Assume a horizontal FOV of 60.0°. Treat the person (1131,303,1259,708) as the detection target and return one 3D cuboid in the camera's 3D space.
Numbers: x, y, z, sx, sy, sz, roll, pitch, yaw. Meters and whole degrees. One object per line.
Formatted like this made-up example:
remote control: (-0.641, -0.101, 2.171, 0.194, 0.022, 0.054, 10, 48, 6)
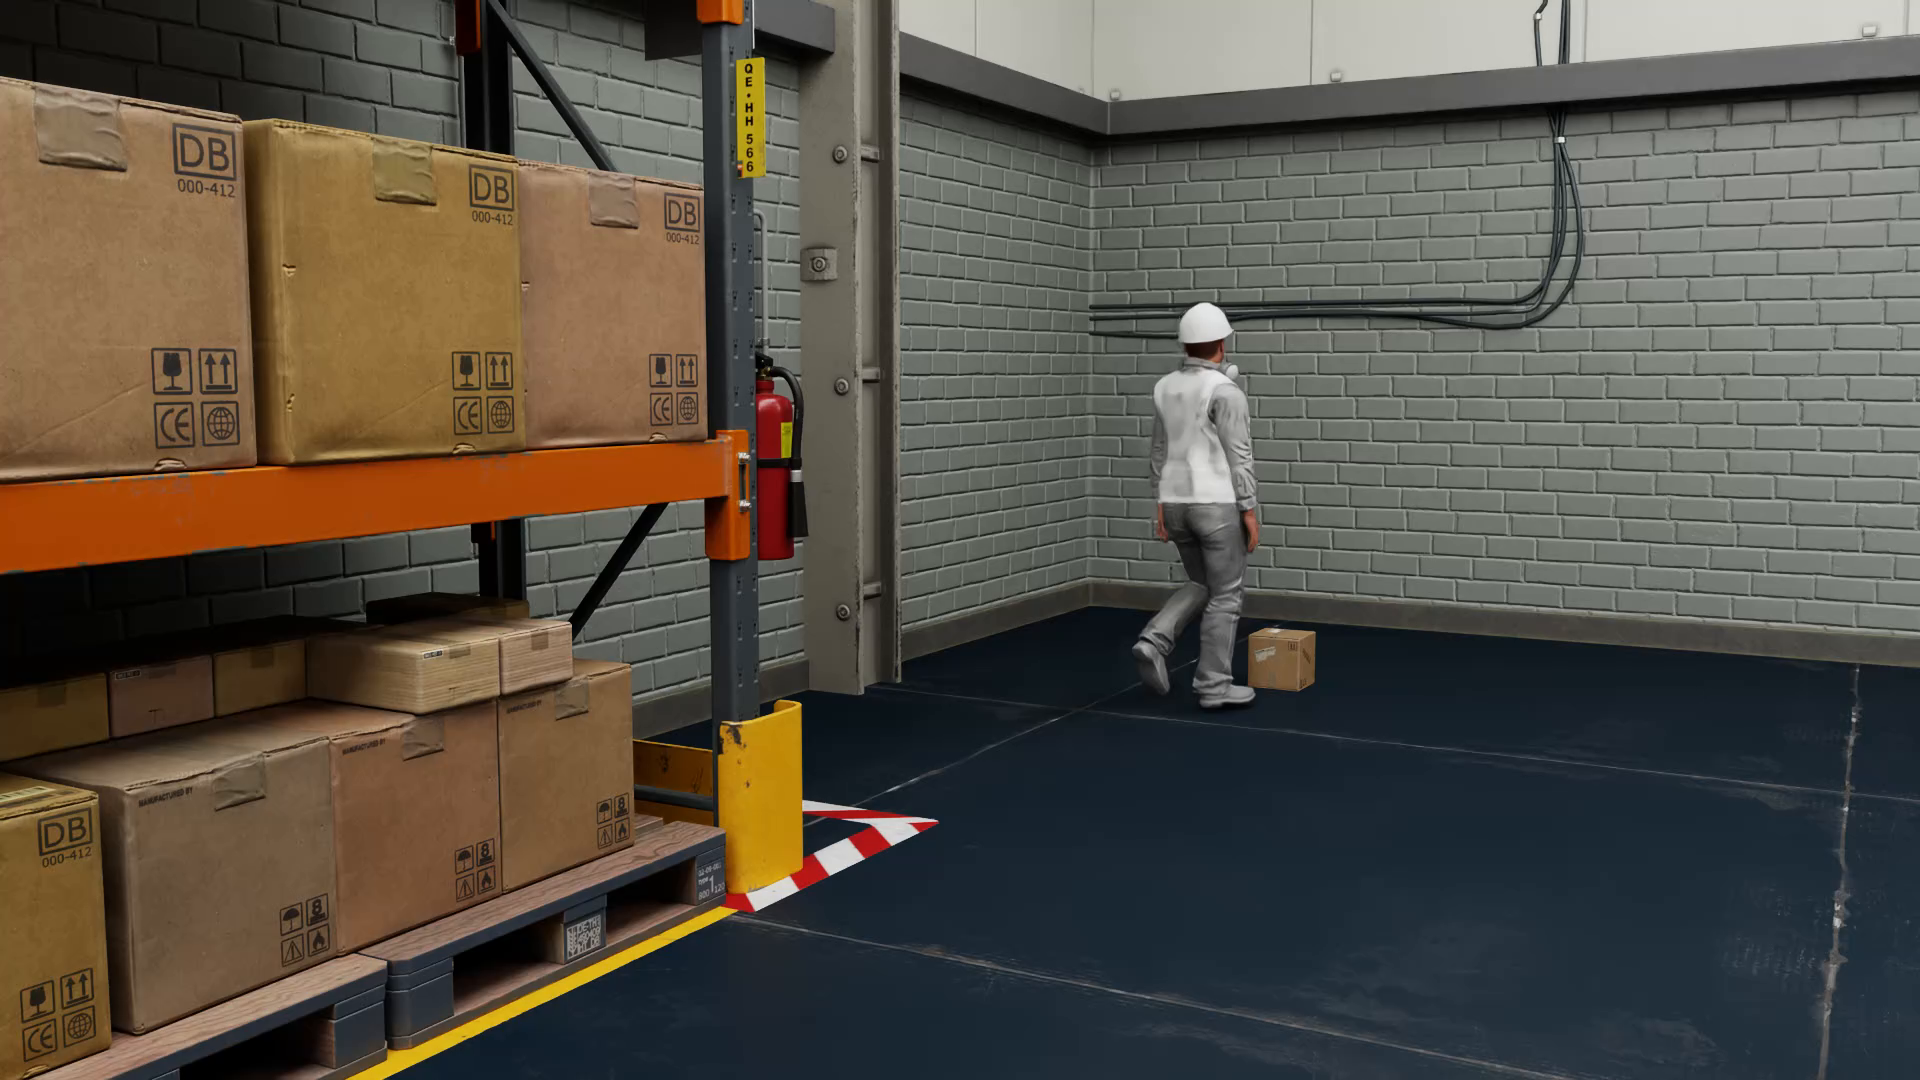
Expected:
person: (1.059, -0.149, 7.300, 0.526, 1.764, 0.552, -4, 7, -31)
